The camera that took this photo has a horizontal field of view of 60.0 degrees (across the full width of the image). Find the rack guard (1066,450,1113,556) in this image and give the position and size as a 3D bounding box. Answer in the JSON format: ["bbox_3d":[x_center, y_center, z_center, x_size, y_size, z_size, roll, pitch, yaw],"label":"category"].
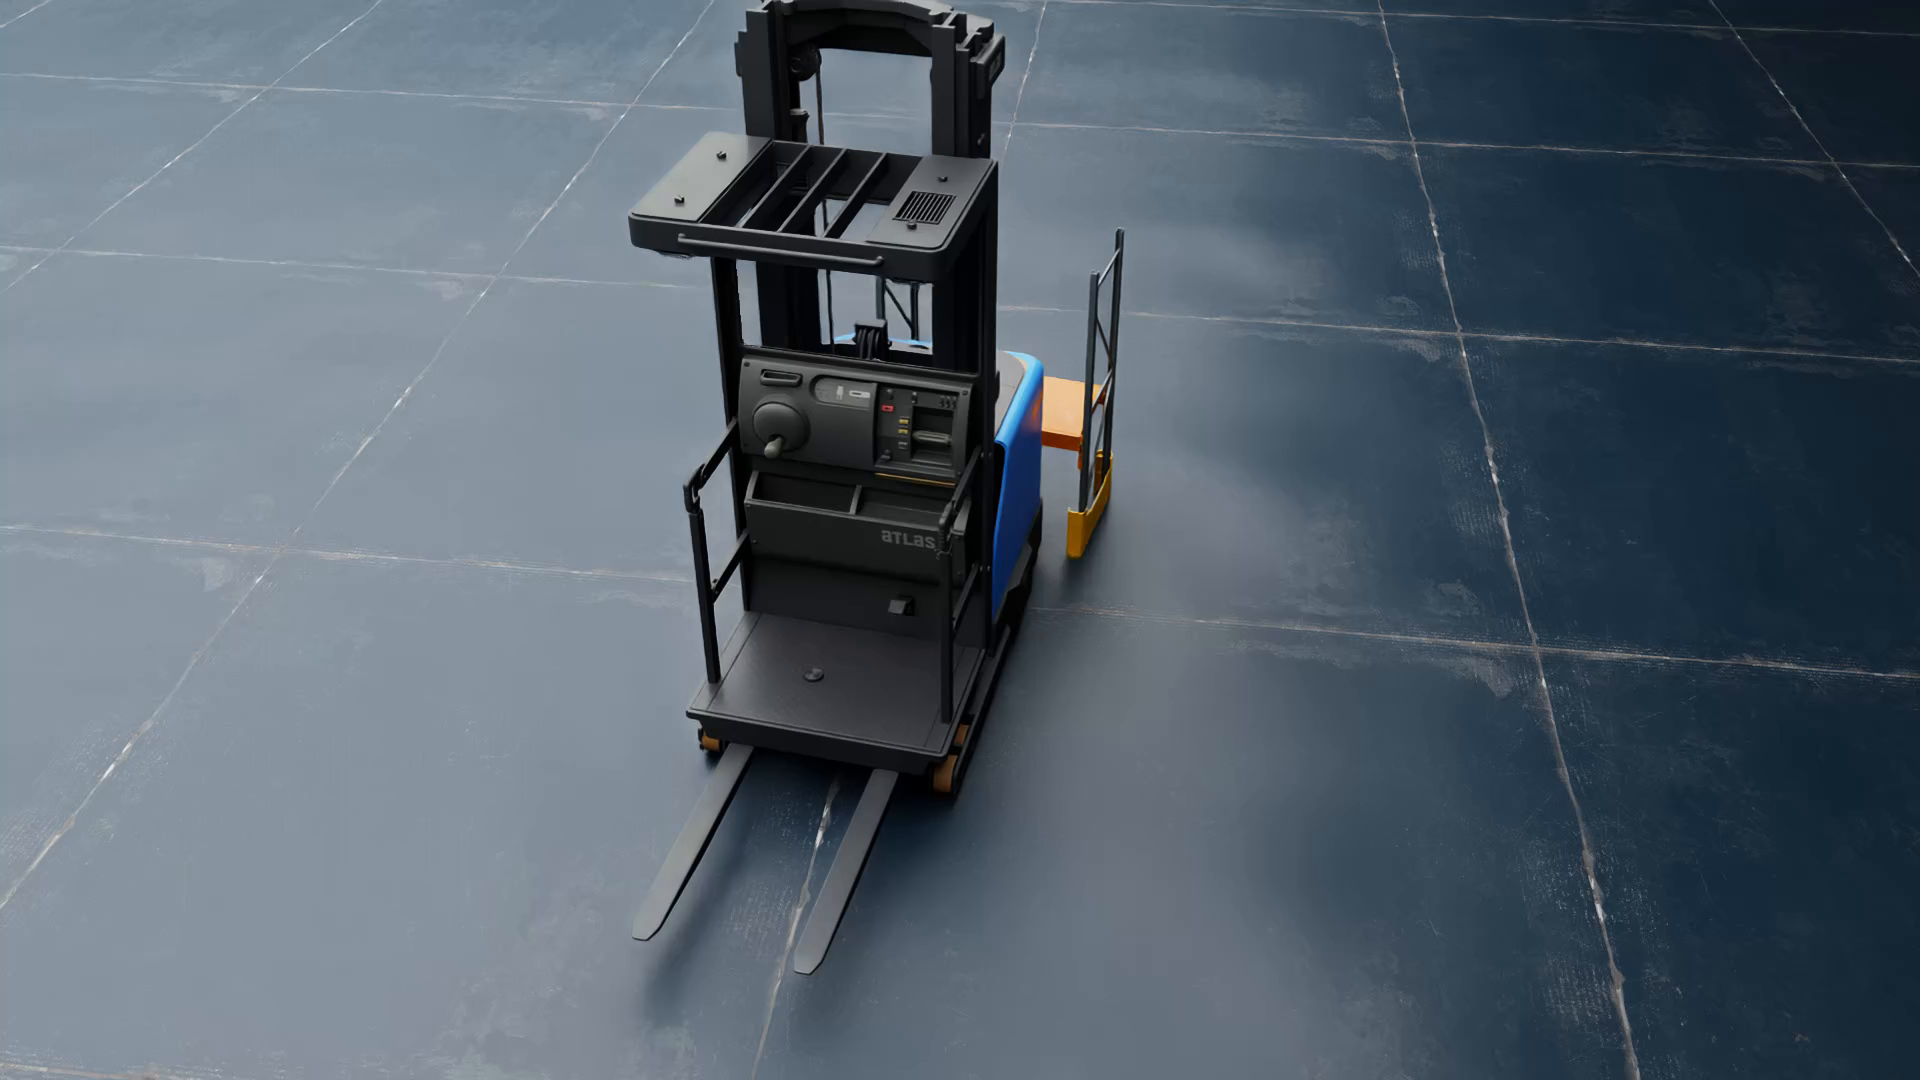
[{"bbox_3d":[0.649,-0.190,8.301,0.087,0.250,0.587,11,37,15],"label":"rack guard"}]

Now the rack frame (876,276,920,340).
[{"bbox_3d":[-0.296,-0.884,8.198,0.032,1.500,0.500,11,37,15],"label":"rack frame"}]

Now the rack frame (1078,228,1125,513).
[{"bbox_3d":[0.667,-0.695,7.933,0.032,1.500,0.500,11,37,15],"label":"rack frame"}]

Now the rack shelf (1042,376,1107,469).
[{"bbox_3d":[0.185,-0.643,8.170,1.000,0.185,0.538,11,37,15],"label":"rack shelf"}]

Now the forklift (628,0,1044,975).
[{"bbox_3d":[-0.465,-0.406,6.295,1.130,2.935,3.031,8,36,12],"label":"forklift"}]

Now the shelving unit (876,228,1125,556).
[{"bbox_3d":[0.177,-0.792,8.068,1.083,1.500,0.587,11,37,15],"label":"shelving unit"}]
